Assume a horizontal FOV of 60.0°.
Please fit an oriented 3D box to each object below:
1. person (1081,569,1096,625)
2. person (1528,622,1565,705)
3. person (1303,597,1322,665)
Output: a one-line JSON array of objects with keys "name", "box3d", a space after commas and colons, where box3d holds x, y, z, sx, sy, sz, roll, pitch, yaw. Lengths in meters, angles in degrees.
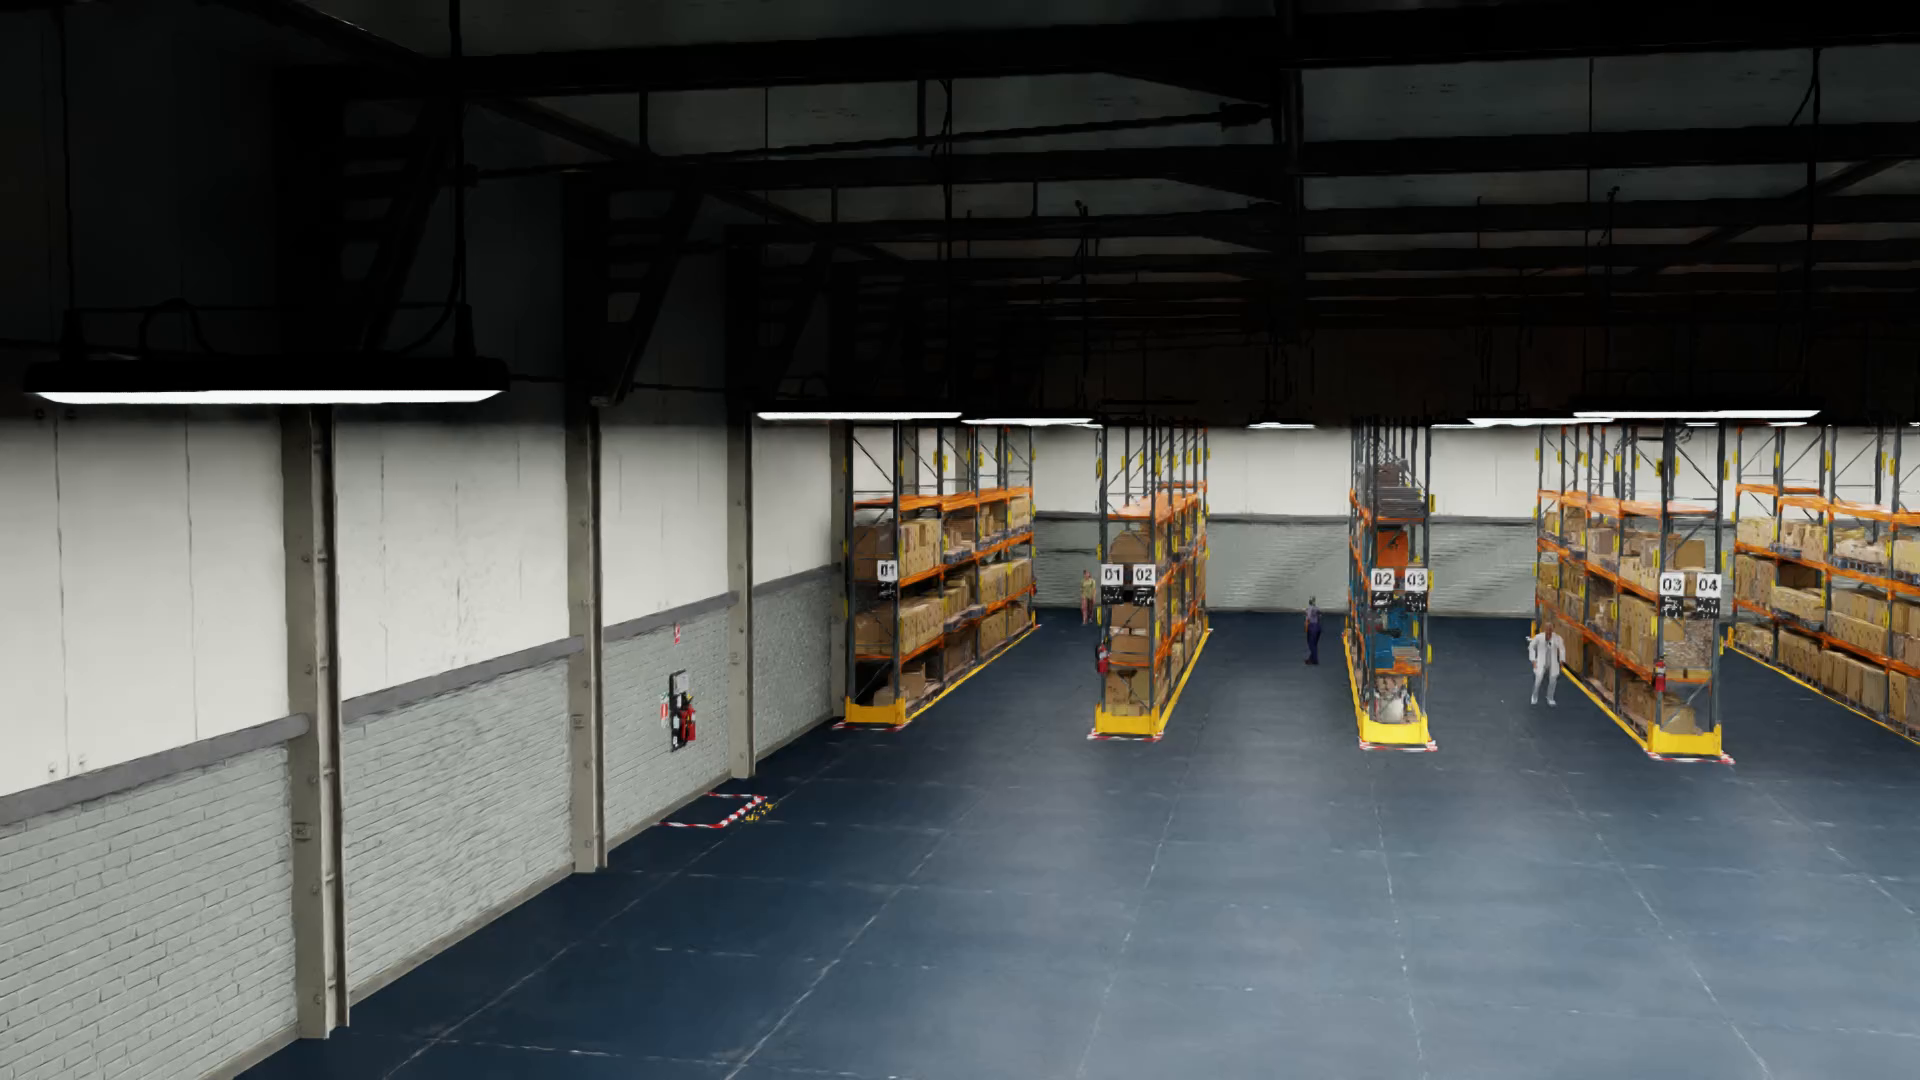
[{"name": "person", "box3d": [3.776, 1.661, 48.854, 0.458, 1.612, 1.019, 1, 4, 11]}, {"name": "person", "box3d": [12.188, 2.559, 34.571, 0.729, 1.733, 0.546, 1, 4, 10]}, {"name": "person", "box3d": [8.554, 2.201, 40.479, 0.556, 1.632, 0.598, 4, 5, 43]}]
